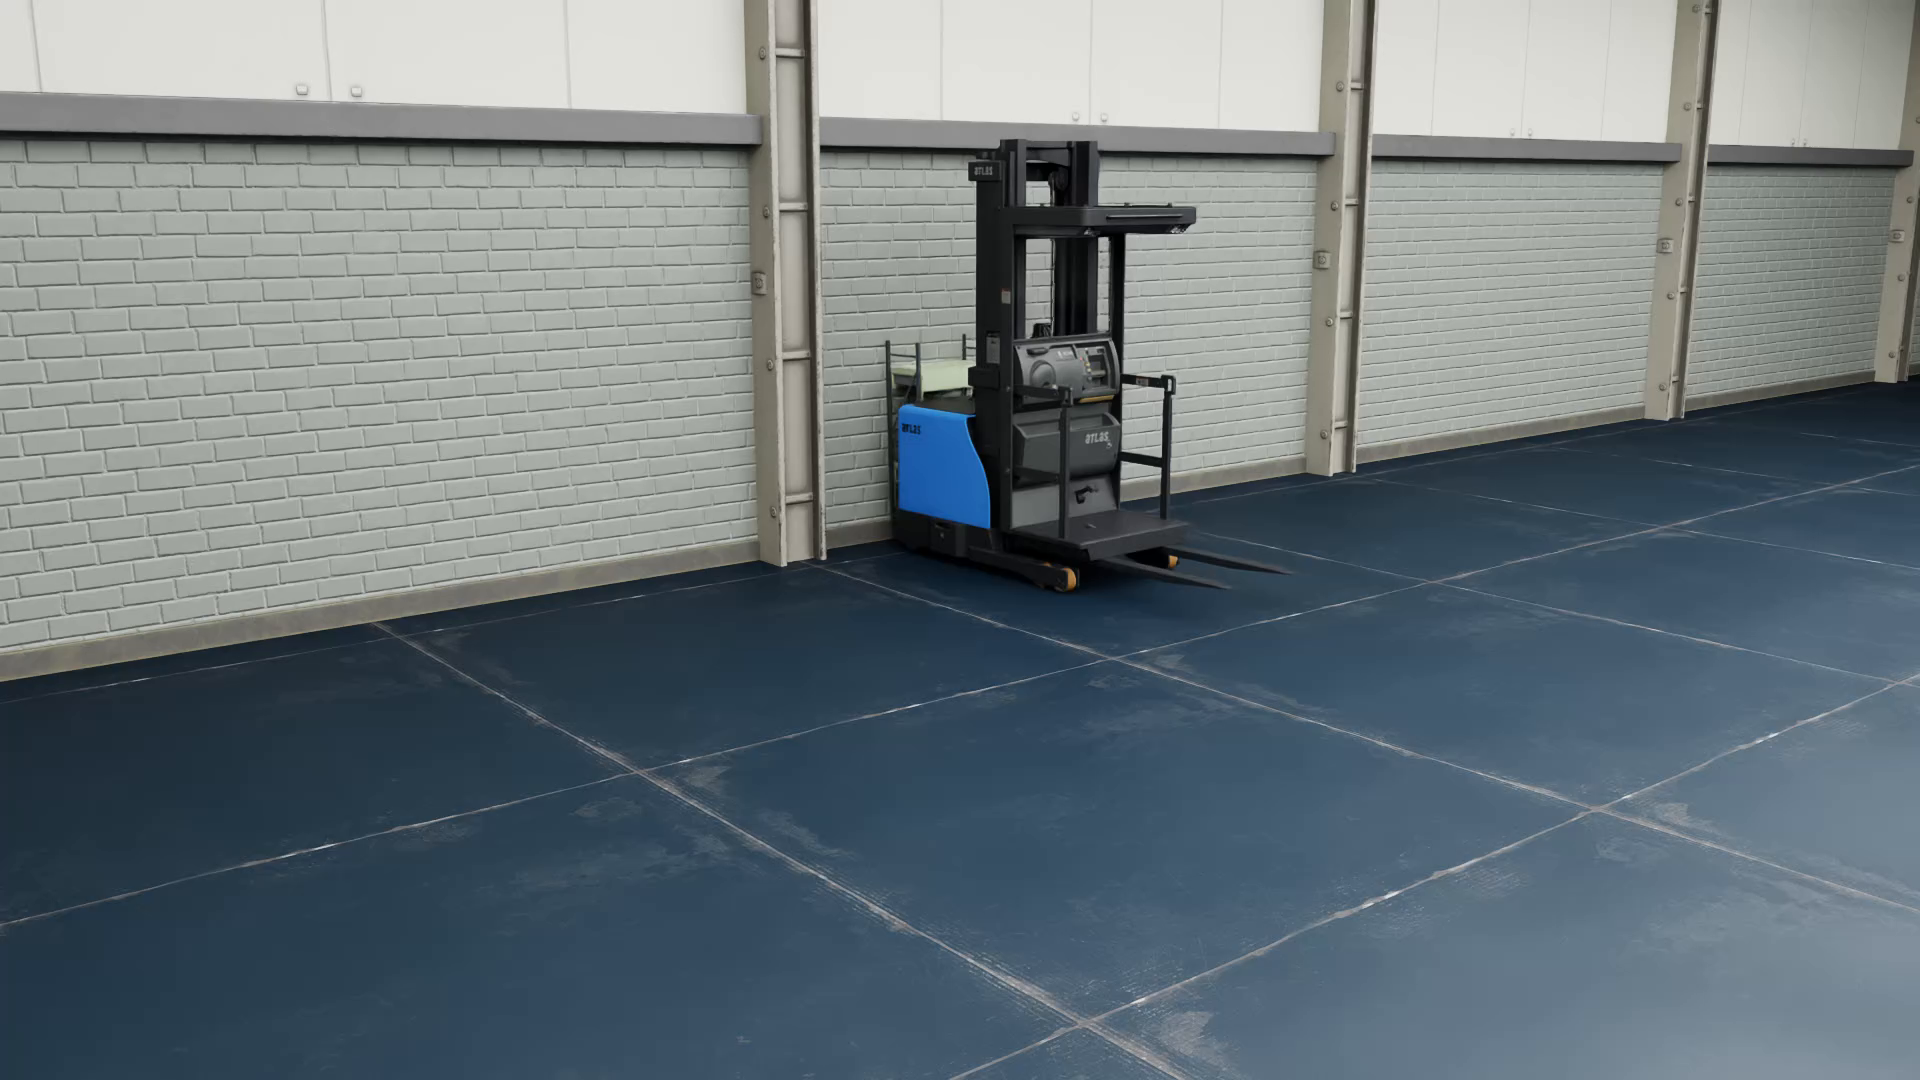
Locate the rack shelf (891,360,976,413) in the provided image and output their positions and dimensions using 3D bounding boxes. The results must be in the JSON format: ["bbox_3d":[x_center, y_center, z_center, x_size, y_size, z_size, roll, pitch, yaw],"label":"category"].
[{"bbox_3d":[-0.133,-1.159,12.522,0.720,0.370,0.431,-11,15,-38],"label":"rack shelf"}]

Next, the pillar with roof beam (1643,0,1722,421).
[{"bbox_3d":[10.852,-5.123,15.092,0.400,9.000,9.100,-9,15,-38],"label":"pillar with roof beam"}]

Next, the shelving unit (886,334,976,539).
[{"bbox_3d":[-0.124,-0.777,12.599,0.755,1.500,0.431,-11,15,-38],"label":"shelving unit"}]

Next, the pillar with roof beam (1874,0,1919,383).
[{"bbox_3d":[15.537,-5.902,18.758,0.400,9.000,9.100,-9,15,-38],"label":"pillar with roof beam"}]

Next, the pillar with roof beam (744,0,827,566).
[{"bbox_3d":[1.482,-3.566,7.759,0.400,9.000,9.100,-9,15,-38],"label":"pillar with roof beam"}]

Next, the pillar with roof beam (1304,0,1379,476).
[{"bbox_3d":[6.167,-4.345,11.425,0.400,9.000,9.100,-9,15,-38],"label":"pillar with roof beam"}]

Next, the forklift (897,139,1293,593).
[{"bbox_3d":[0.881,-1.204,11.242,1.130,2.935,3.031,-10,16,-40],"label":"forklift"}]

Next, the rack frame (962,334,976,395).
[{"bbox_3d":[0.158,-0.829,12.827,0.023,1.500,0.400,-11,15,-38],"label":"rack frame"}]

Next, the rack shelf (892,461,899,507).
[{"bbox_3d":[-0.117,-0.457,12.664,0.720,0.370,0.431,-11,15,-38],"label":"rack shelf"}]

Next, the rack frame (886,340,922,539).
[{"bbox_3d":[-0.406,-0.724,12.372,0.023,1.500,0.400,-11,15,-38],"label":"rack frame"}]
